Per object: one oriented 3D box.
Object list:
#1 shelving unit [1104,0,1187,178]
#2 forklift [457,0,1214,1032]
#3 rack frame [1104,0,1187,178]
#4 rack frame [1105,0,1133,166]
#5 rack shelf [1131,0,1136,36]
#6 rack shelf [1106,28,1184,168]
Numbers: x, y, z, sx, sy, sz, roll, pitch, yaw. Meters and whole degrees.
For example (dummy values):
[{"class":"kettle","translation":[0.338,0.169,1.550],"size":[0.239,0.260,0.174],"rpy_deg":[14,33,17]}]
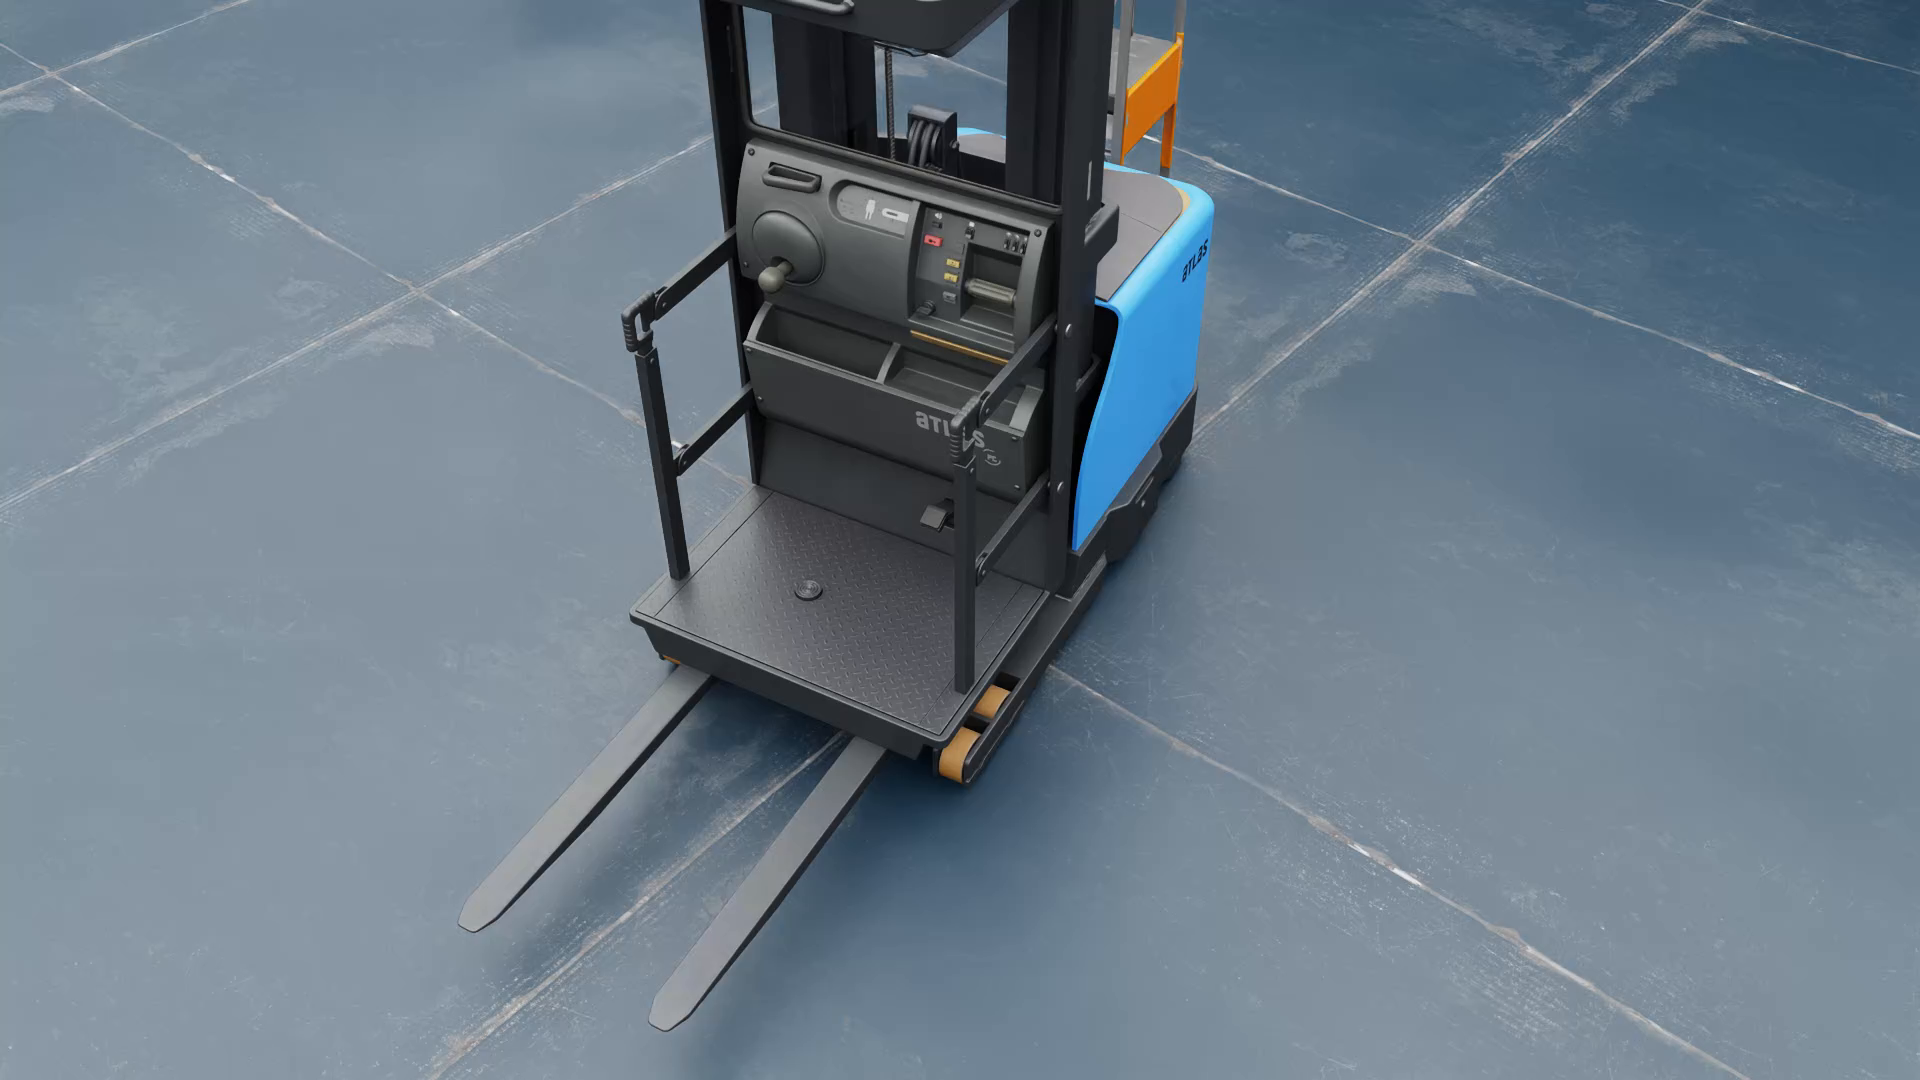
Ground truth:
[{"class":"shelving unit","translation":[0.480,-1.496,5.830],"size":[0.431,2.100,0.503],"rpy_deg":[20,45,20]},{"class":"forklift","translation":[-0.298,-0.712,4.355],"size":[1.130,2.935,3.031],"rpy_deg":[20,46,21]},{"class":"rack frame","translation":[0.595,-1.638,5.991],"size":[0.400,2.100,0.015],"rpy_deg":[20,45,20]},{"class":"rack frame","translation":[0.365,-1.353,5.668],"size":[0.400,2.100,0.015],"rpy_deg":[20,45,20]},{"class":"rack shelf","translation":[0.484,-2.008,5.373],"size":[0.431,0.518,0.480],"rpy_deg":[20,45,20]},{"class":"rack shelf","translation":[0.480,-1.485,5.839],"size":[0.431,0.518,0.480],"rpy_deg":[20,45,20]}]
